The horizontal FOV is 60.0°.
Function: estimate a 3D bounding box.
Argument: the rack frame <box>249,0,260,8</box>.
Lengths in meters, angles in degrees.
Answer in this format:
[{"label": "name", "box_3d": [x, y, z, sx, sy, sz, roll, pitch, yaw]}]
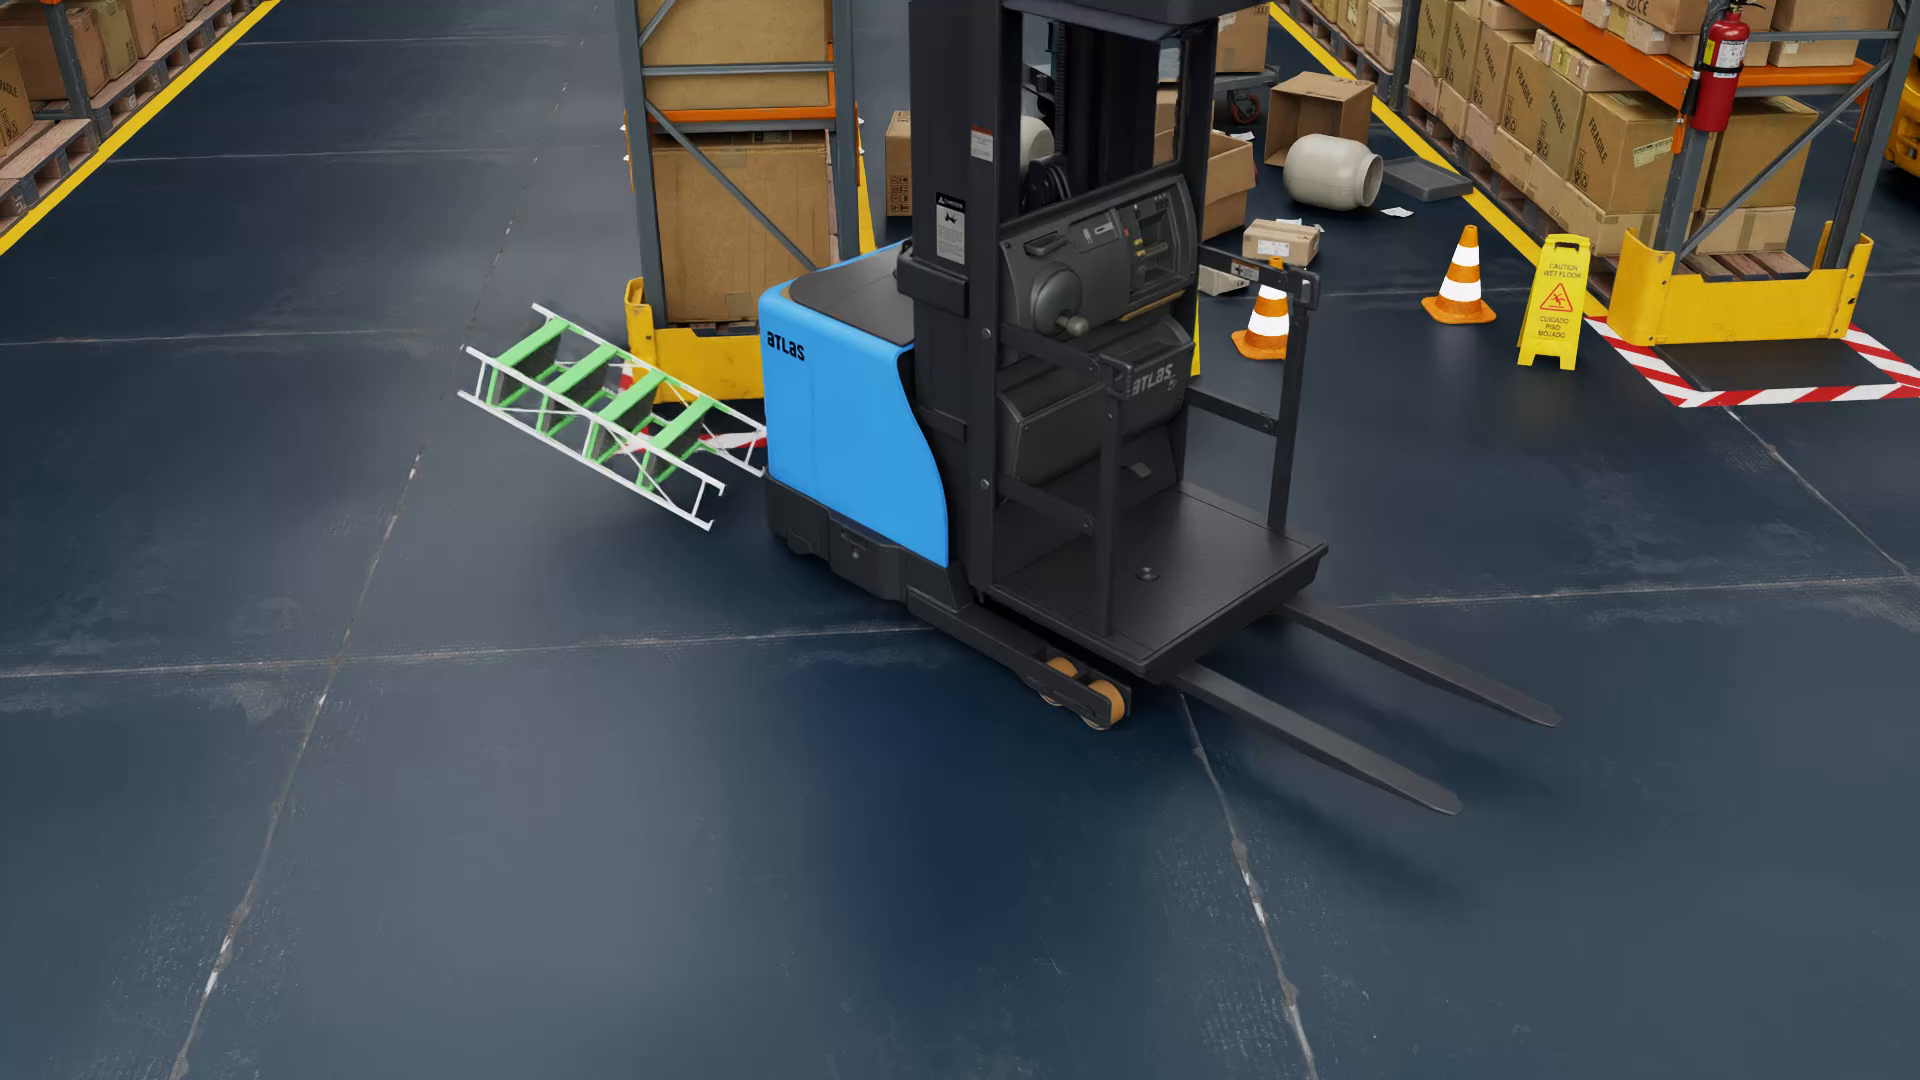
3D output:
[{"label": "rack frame", "box_3d": [-6.661, -5.949, 13.785, 1.000, 3.000, 0.127, -3, 31, -5]}]

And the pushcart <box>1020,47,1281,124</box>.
[{"label": "pushcart", "box_3d": [1.314, -3.121, 11.608, 1.648, 0.377, 0.936, -14, 33, -22]}]

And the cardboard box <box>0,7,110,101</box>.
[{"label": "cardboard box", "box_3d": [-6.323, -3.337, 11.421, 0.700, 0.500, 0.500, -5, 31, -8]}]

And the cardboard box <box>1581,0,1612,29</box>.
[{"label": "cardboard box", "box_3d": [3.515, -2.799, 8.755, 0.380, 0.149, 0.250, -2, 31, -4]}]

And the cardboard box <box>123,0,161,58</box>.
[{"label": "cardboard box", "box_3d": [-6.401, -3.867, 12.308, 0.700, 0.500, 0.500, -5, 31, -9]}]

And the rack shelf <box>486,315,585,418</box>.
[{"label": "rack shelf", "box_3d": [-1.789, -0.722, 6.985, 0.148, 0.258, 0.480, 28, 35, 5]}]

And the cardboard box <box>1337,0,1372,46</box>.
[{"label": "cardboard box", "box_3d": [3.458, -4.069, 12.790, 0.950, 0.372, 0.625, -1, 31, -1]}]

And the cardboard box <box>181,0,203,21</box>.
[{"label": "cardboard box", "box_3d": [-6.514, -4.441, 13.269, 0.700, 0.500, 0.500, -5, 31, -9]}]

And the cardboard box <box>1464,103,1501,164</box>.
[{"label": "cardboard box", "box_3d": [3.479, -2.525, 10.324, 0.500, 0.250, 0.500, -3, 31, -5]}]

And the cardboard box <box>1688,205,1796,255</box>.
[{"label": "cardboard box", "box_3d": [4.153, -1.765, 9.051, 0.500, 0.250, 0.500, -3, 31, -5]}]

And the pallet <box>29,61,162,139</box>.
[{"label": "pallet", "box_3d": [-6.361, -3.107, 11.747, 1.003, 0.211, 1.213, -3, 31, -5]}]

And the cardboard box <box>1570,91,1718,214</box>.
[{"label": "cardboard box", "box_3d": [3.619, -2.058, 8.811, 0.500, 0.500, 0.500, -3, 31, -4]}]

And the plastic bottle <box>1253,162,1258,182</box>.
[{"label": "plastic bottle", "box_3d": [1.833, -2.372, 10.661, 0.133, 0.061, 0.283, 2, 31, 4]}]

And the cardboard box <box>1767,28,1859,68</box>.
[{"label": "cardboard box", "box_3d": [4.128, -2.415, 8.113, 0.380, 0.149, 0.250, -3, 31, -4]}]

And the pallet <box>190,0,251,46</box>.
[{"label": "pallet", "box_3d": [-6.589, -4.353, 13.832, 1.003, 0.211, 1.213, -3, 31, -5]}]

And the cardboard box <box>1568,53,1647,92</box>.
[{"label": "cardboard box", "box_3d": [3.518, -2.521, 8.953, 0.380, 0.149, 0.250, -2, 31, -3]}]

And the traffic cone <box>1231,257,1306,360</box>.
[{"label": "traffic cone", "box_3d": [1.555, -1.182, 8.277, 0.336, 0.463, 0.334, -3, 31, -5]}]

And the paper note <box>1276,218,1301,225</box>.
[{"label": "paper note", "box_3d": [1.953, -1.888, 9.893, 0.148, 0.019, 0.142, 8, 32, 13]}]

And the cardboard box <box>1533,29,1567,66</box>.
[{"label": "cardboard box", "box_3d": [3.474, -2.784, 9.394, 0.380, 0.149, 0.250, -1, 31, -2]}]

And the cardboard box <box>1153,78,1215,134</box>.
[{"label": "cardboard box", "box_3d": [1.173, -2.579, 10.444, 0.797, 0.637, 0.503, -3, 31, -5]}]

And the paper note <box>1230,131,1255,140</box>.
[{"label": "paper note", "box_3d": [1.931, -2.755, 11.333, 0.148, 0.019, 0.142, -3, 31, -5]}]

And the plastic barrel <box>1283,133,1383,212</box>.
[{"label": "plastic barrel", "box_3d": [2.253, -2.216, 10.047, 0.512, 0.421, 0.421, 20, 36, 29]}]

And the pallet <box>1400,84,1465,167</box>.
[{"label": "pallet", "box_3d": [3.678, -2.844, 11.305, 1.003, 0.211, 1.213, -3, 31, -5]}]

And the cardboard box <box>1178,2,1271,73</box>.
[{"label": "cardboard box", "box_3d": [1.810, -3.533, 11.439, 0.500, 0.500, 0.500, -3, 31, -5]}]

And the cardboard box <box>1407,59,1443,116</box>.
[{"label": "cardboard box", "box_3d": [3.366, -3.068, 11.232, 0.500, 0.250, 0.500, -4, 31, -7]}]

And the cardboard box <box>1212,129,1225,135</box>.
[{"label": "cardboard box", "box_3d": [1.519, -2.689, 10.994, 0.396, 0.266, 0.258, 27, 40, 37]}]

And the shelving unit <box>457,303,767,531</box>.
[{"label": "shelving unit", "box_3d": [-1.424, -0.526, 6.949, 1.200, 0.258, 0.503, 28, 35, 5]}]

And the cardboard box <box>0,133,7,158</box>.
[{"label": "cardboard box", "box_3d": [-6.228, -2.516, 10.065, 0.500, 0.500, 0.500, 7, 32, 11]}]

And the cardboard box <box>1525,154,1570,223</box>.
[{"label": "cardboard box", "box_3d": [3.569, -2.004, 9.452, 0.500, 0.250, 0.500, -3, 31, -4]}]

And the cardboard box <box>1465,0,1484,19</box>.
[{"label": "cardboard box", "box_3d": [3.368, -3.339, 10.323, 0.380, 0.149, 0.250, -2, 31, -3]}]

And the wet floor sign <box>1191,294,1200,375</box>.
[{"label": "wet floor sign", "box_3d": [1.008, -1.120, 7.996, 0.267, 0.644, 0.232, -8, 32, -13]}]

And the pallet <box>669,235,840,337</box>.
[{"label": "pallet", "box_3d": [-1.118, -1.258, 8.651, 1.003, 0.211, 1.213, -3, 31, -5]}]

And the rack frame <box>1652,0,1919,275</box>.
[{"label": "rack frame", "box_3d": [3.953, -2.340, 7.742, 1.000, 3.000, 0.127, -3, 31, -5]}]

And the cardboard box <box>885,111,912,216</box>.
[{"label": "cardboard box", "box_3d": [-0.173, -2.278, 10.073, 0.500, 0.500, 0.500, 2, 31, 4]}]

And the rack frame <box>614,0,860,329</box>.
[{"label": "rack frame", "box_3d": [-0.966, -2.051, 7.259, 1.000, 3.000, 0.127, -3, 31, -5]}]

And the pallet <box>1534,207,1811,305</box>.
[{"label": "pallet", "box_3d": [3.906, -1.598, 9.219, 1.003, 0.211, 1.213, -3, 31, -5]}]

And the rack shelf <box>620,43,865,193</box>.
[{"label": "rack shelf", "box_3d": [-1.152, -2.763, 9.153, 1.077, 0.370, 4.000, -3, 31, -5]}]

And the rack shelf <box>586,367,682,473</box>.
[{"label": "rack shelf", "box_3d": [-1.368, -0.496, 6.943, 0.148, 0.258, 0.480, 28, 35, 5]}]

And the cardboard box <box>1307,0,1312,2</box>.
[{"label": "cardboard box", "box_3d": [3.326, -4.811, 14.032, 0.950, 0.372, 0.625, -3, 31, -6]}]

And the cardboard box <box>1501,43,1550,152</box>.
[{"label": "cardboard box", "box_3d": [3.527, -2.582, 9.689, 0.500, 0.500, 0.500, -3, 31, -6]}]

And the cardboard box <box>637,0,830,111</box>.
[{"label": "cardboard box", "box_3d": [-1.045, -2.303, 7.534, 0.875, 0.550, 0.550, -3, 31, -5]}]

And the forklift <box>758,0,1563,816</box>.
[{"label": "forklift", "box_3d": [0.629, -0.914, 5.421, 3.031, 2.935, 1.130, 27, 40, 37]}]

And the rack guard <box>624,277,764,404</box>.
[{"label": "rack guard", "box_3d": [-0.963, -0.966, 7.879, 1.175, 0.500, 0.348, -3, 31, -5]}]

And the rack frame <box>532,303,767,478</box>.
[{"label": "rack frame", "box_3d": [-1.342, -0.642, 7.147, 1.200, 0.240, 0.015, 28, 35, 5]}]

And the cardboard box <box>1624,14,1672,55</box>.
[{"label": "cardboard box", "box_3d": [3.571, -2.537, 8.317, 0.380, 0.149, 0.250, -3, 31, -5]}]

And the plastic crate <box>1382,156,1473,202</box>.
[{"label": "plastic crate", "box_3d": [2.910, -2.288, 10.502, 0.402, 0.080, 0.583, -14, 33, -22]}]

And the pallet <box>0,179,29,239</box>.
[{"label": "pallet", "box_3d": [-6.072, -1.745, 9.465, 1.003, 0.211, 1.213, -3, 31, -5]}]

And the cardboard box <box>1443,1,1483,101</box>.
[{"label": "cardboard box", "box_3d": [3.428, -3.117, 10.584, 0.500, 0.500, 0.500, -2, 31, -3]}]

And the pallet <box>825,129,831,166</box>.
[{"label": "pallet", "box_3d": [-1.346, -2.504, 10.736, 1.003, 0.211, 1.213, -3, 31, -5]}]

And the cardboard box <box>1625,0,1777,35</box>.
[{"label": "cardboard box", "box_3d": [3.628, -2.774, 8.082, 0.500, 0.500, 0.500, -3, 31, -5]}]

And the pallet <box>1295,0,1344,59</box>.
[{"label": "pallet", "box_3d": [3.388, -4.207, 13.587, 1.003, 0.211, 1.213, -3, 31, -5]}]
